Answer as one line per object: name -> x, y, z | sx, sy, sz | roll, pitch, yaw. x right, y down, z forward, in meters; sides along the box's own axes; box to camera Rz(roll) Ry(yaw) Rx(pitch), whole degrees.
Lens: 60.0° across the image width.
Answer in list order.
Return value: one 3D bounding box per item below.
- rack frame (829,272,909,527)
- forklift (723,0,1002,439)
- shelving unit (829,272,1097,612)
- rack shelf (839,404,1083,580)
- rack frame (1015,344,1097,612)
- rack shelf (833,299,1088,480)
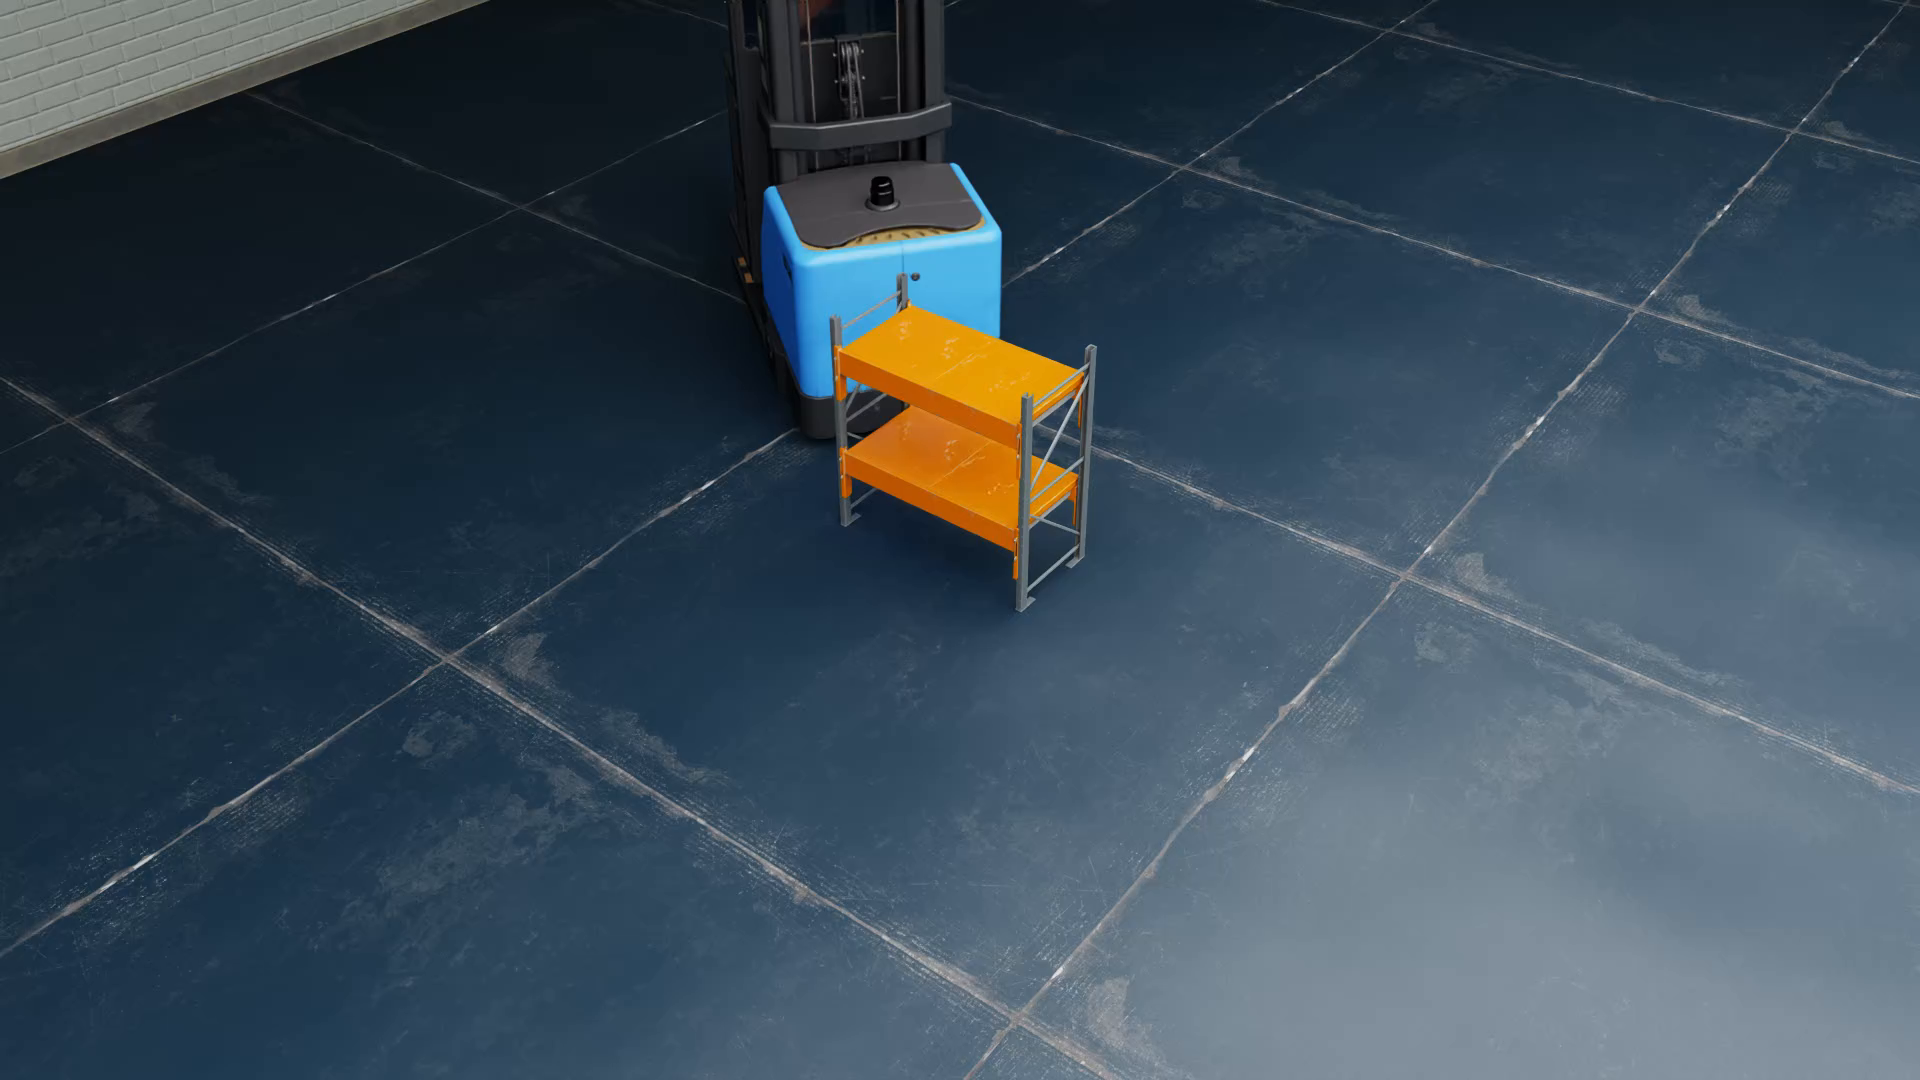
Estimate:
rack frame -> -0.398, -0.631, 7.643 | 0.032, 1.125, 0.500 | 25, 45, 29
forklift -> -0.685, -2.570, 8.655 | 1.130, 2.935, 3.031 | -10, 39, -13
shelving unit -> 0.005, -0.440, 7.400 | 1.048, 1.125, 0.538 | 25, 45, 29
rack shelf -> 0.005, -0.248, 7.551 | 1.000, 0.278, 0.538 | 25, 45, 29
rack frame -> 0.409, -0.250, 7.157 | 0.032, 1.125, 0.500 | 25, 45, 29
rack shelf -> 0.005, -0.671, 7.220 | 1.000, 0.278, 0.538 | 25, 45, 29
